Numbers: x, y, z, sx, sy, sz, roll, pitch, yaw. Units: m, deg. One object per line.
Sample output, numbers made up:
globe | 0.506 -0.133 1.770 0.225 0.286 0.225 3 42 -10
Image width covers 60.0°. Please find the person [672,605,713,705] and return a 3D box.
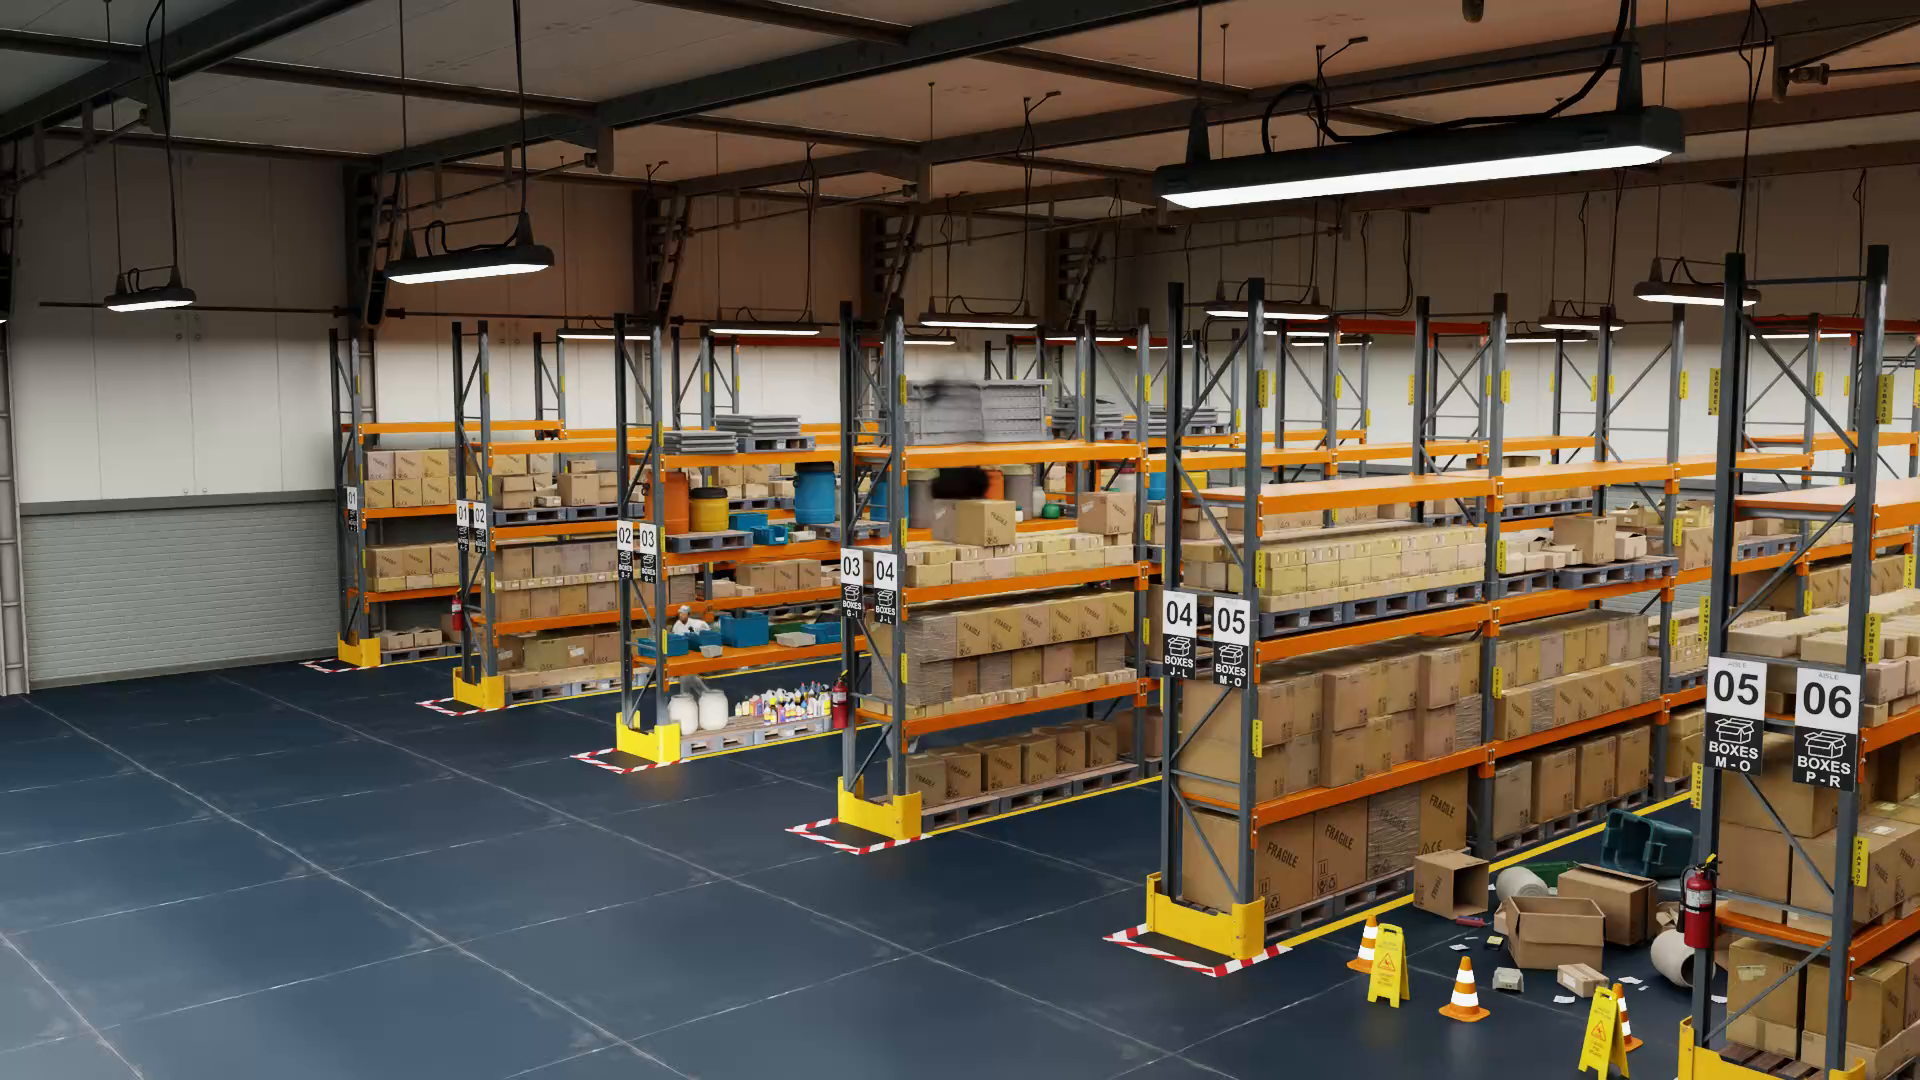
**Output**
person | -4.122 1.830 25.550 0.626 1.712 0.853 3 6 28

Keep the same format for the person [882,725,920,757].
person | -0.810 2.185 22.076 0.565 1.630 0.572 4 7 38

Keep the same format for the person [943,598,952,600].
person | -0.203 1.427 29.325 0.674 1.682 0.782 5 7 41
